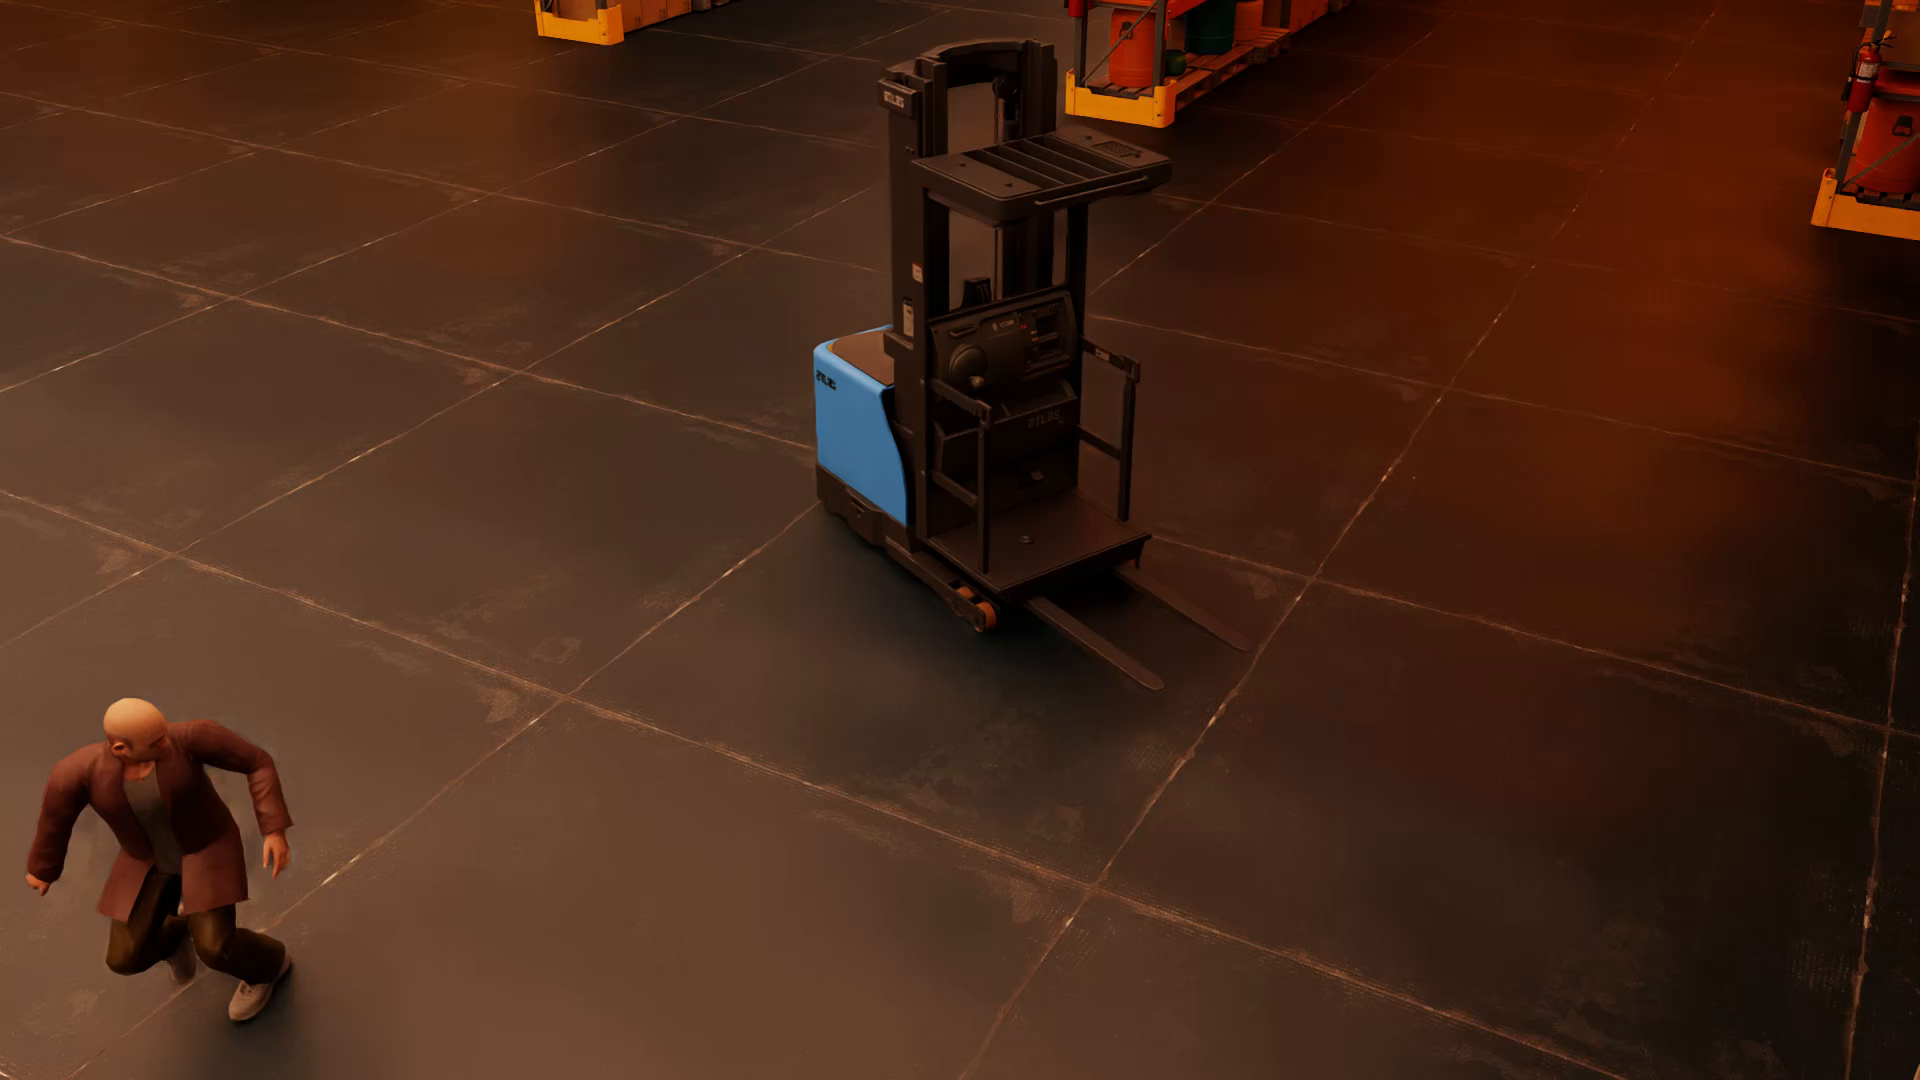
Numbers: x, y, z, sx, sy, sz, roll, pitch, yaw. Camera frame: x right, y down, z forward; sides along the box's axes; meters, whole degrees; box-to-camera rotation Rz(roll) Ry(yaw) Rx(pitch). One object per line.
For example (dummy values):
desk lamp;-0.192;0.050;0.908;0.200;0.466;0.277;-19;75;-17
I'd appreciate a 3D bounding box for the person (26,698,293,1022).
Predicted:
person;-3.062;1.204;6.393;1.018;1.630;0.552;-6;31;-11

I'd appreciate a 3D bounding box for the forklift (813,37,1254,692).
forklift;0.371;-1.039;8.871;1.130;2.935;3.031;-20;35;-30
